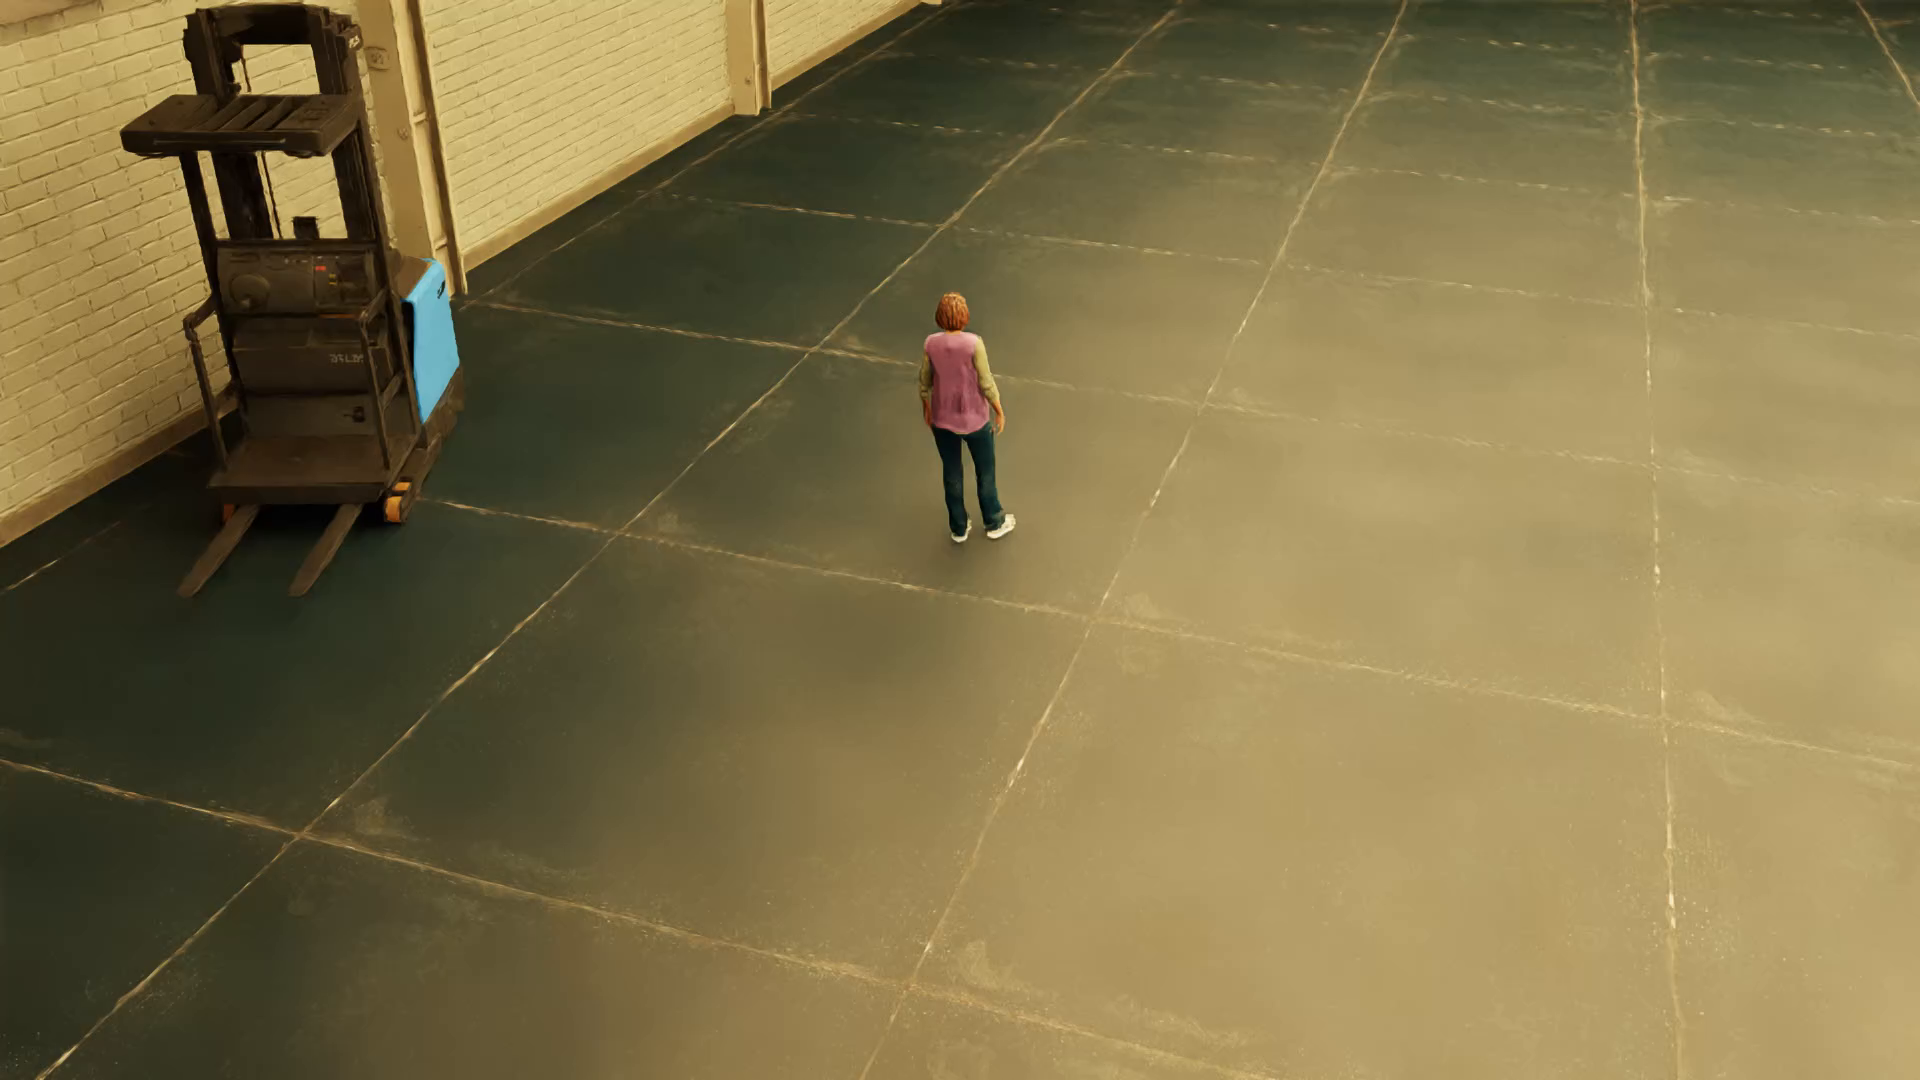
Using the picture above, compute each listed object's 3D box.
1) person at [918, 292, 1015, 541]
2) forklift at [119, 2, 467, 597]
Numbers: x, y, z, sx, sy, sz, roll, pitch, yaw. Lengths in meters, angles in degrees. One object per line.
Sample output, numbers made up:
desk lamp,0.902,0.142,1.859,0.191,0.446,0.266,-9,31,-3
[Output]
person,0.037,-0.733,9.754,0.520,1.597,0.474,10,31,16
forklift,-3.981,-1.524,9.811,1.130,2.935,3.031,-1,30,-1
